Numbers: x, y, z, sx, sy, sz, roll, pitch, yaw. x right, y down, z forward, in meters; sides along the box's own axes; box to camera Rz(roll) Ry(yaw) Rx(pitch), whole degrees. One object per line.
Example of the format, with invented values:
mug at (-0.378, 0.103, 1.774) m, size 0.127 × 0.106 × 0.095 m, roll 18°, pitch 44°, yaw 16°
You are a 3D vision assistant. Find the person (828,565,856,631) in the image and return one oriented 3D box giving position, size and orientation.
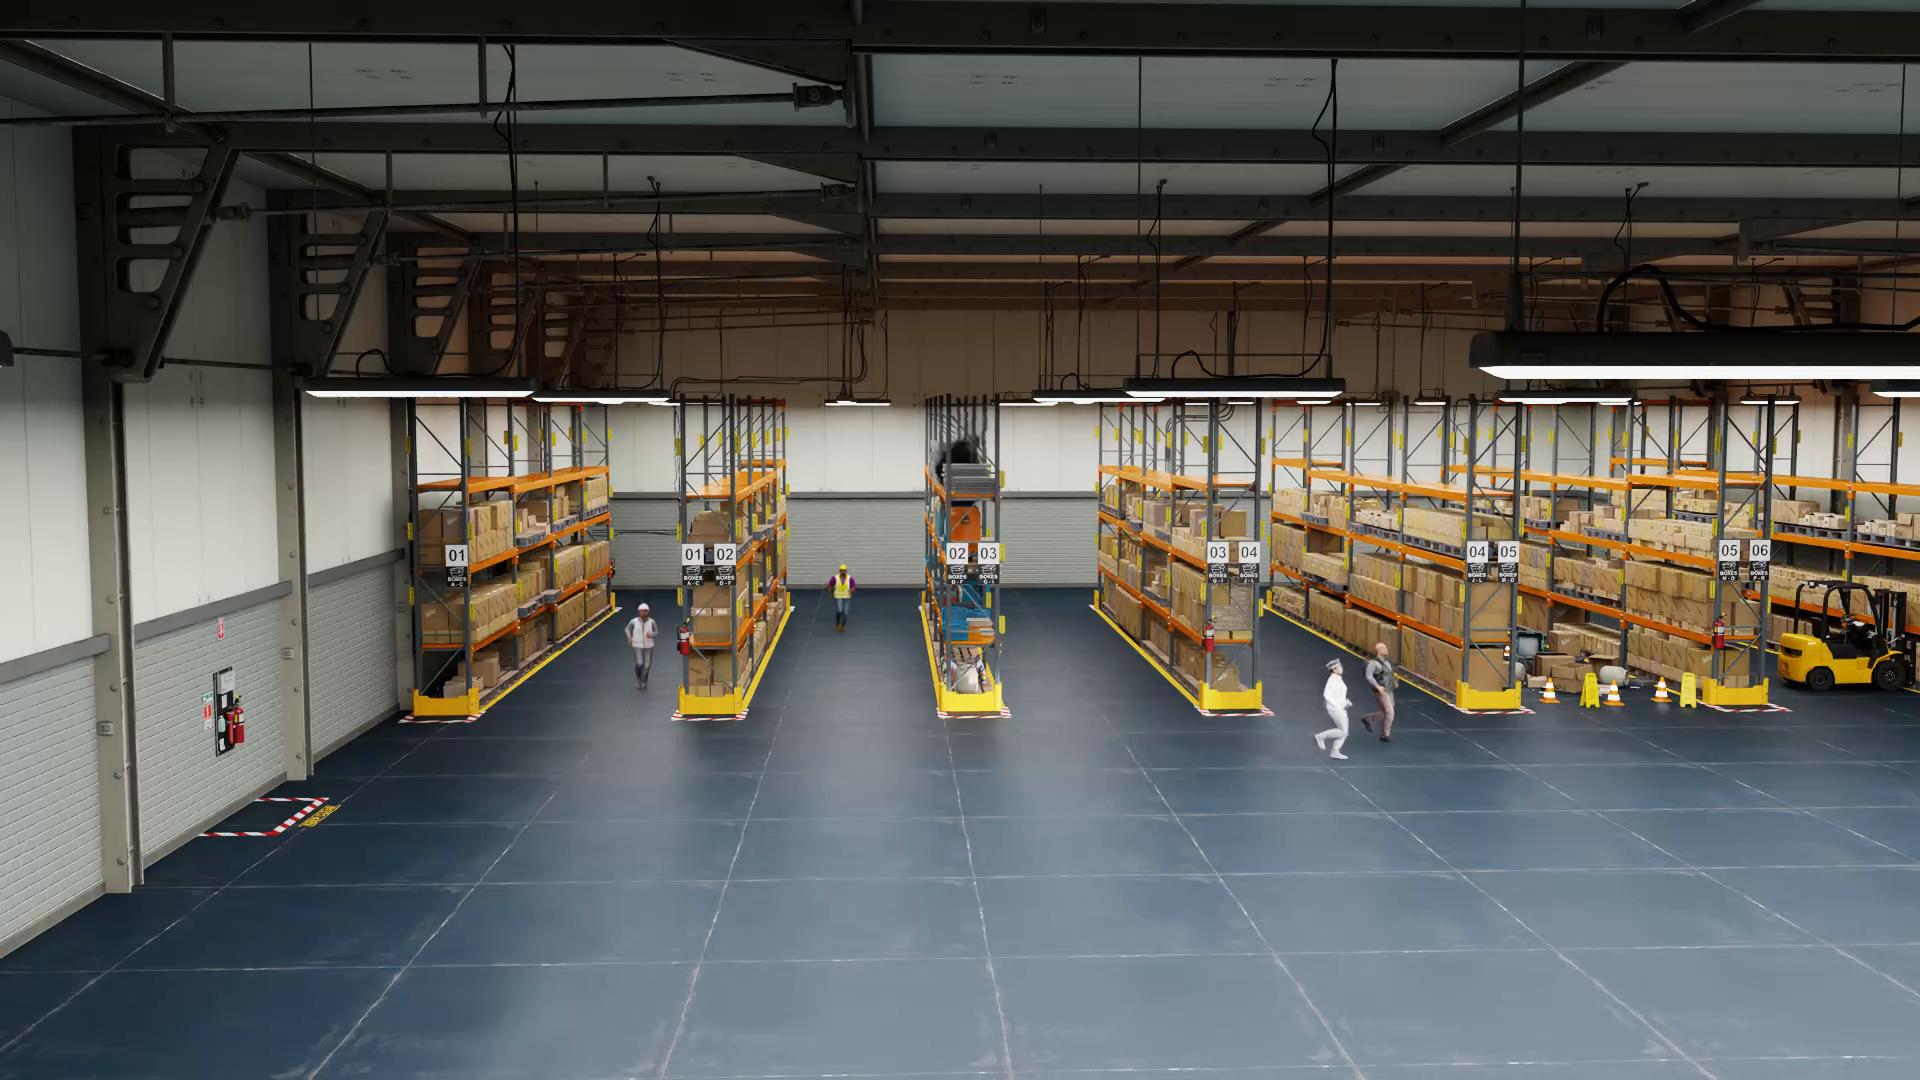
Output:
person at (-3.003, 1.489, 42.512) m, size 0.680 × 1.714 × 0.720 m, roll -1°, pitch 5°, yaw -13°

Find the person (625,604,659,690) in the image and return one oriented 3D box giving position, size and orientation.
person at (-6.432, 2.172, 33.748) m, size 0.644 × 1.751 × 0.642 m, roll -2°, pitch 5°, yaw -20°

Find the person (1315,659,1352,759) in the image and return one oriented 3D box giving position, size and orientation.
person at (6.120, 2.755, 27.213) m, size 0.555 × 1.657 × 0.615 m, roll 2°, pitch 5°, yaw 21°

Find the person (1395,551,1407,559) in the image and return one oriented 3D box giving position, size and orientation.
person at (13.099, 0.996, 49.366) m, size 0.821 × 1.700 × 0.592 m, roll 0°, pitch 5°, yaw -1°

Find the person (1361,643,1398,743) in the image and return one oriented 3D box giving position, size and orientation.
person at (7.239, 2.621, 28.700) m, size 0.664 × 1.706 × 0.659 m, roll 4°, pitch 6°, yaw 41°
